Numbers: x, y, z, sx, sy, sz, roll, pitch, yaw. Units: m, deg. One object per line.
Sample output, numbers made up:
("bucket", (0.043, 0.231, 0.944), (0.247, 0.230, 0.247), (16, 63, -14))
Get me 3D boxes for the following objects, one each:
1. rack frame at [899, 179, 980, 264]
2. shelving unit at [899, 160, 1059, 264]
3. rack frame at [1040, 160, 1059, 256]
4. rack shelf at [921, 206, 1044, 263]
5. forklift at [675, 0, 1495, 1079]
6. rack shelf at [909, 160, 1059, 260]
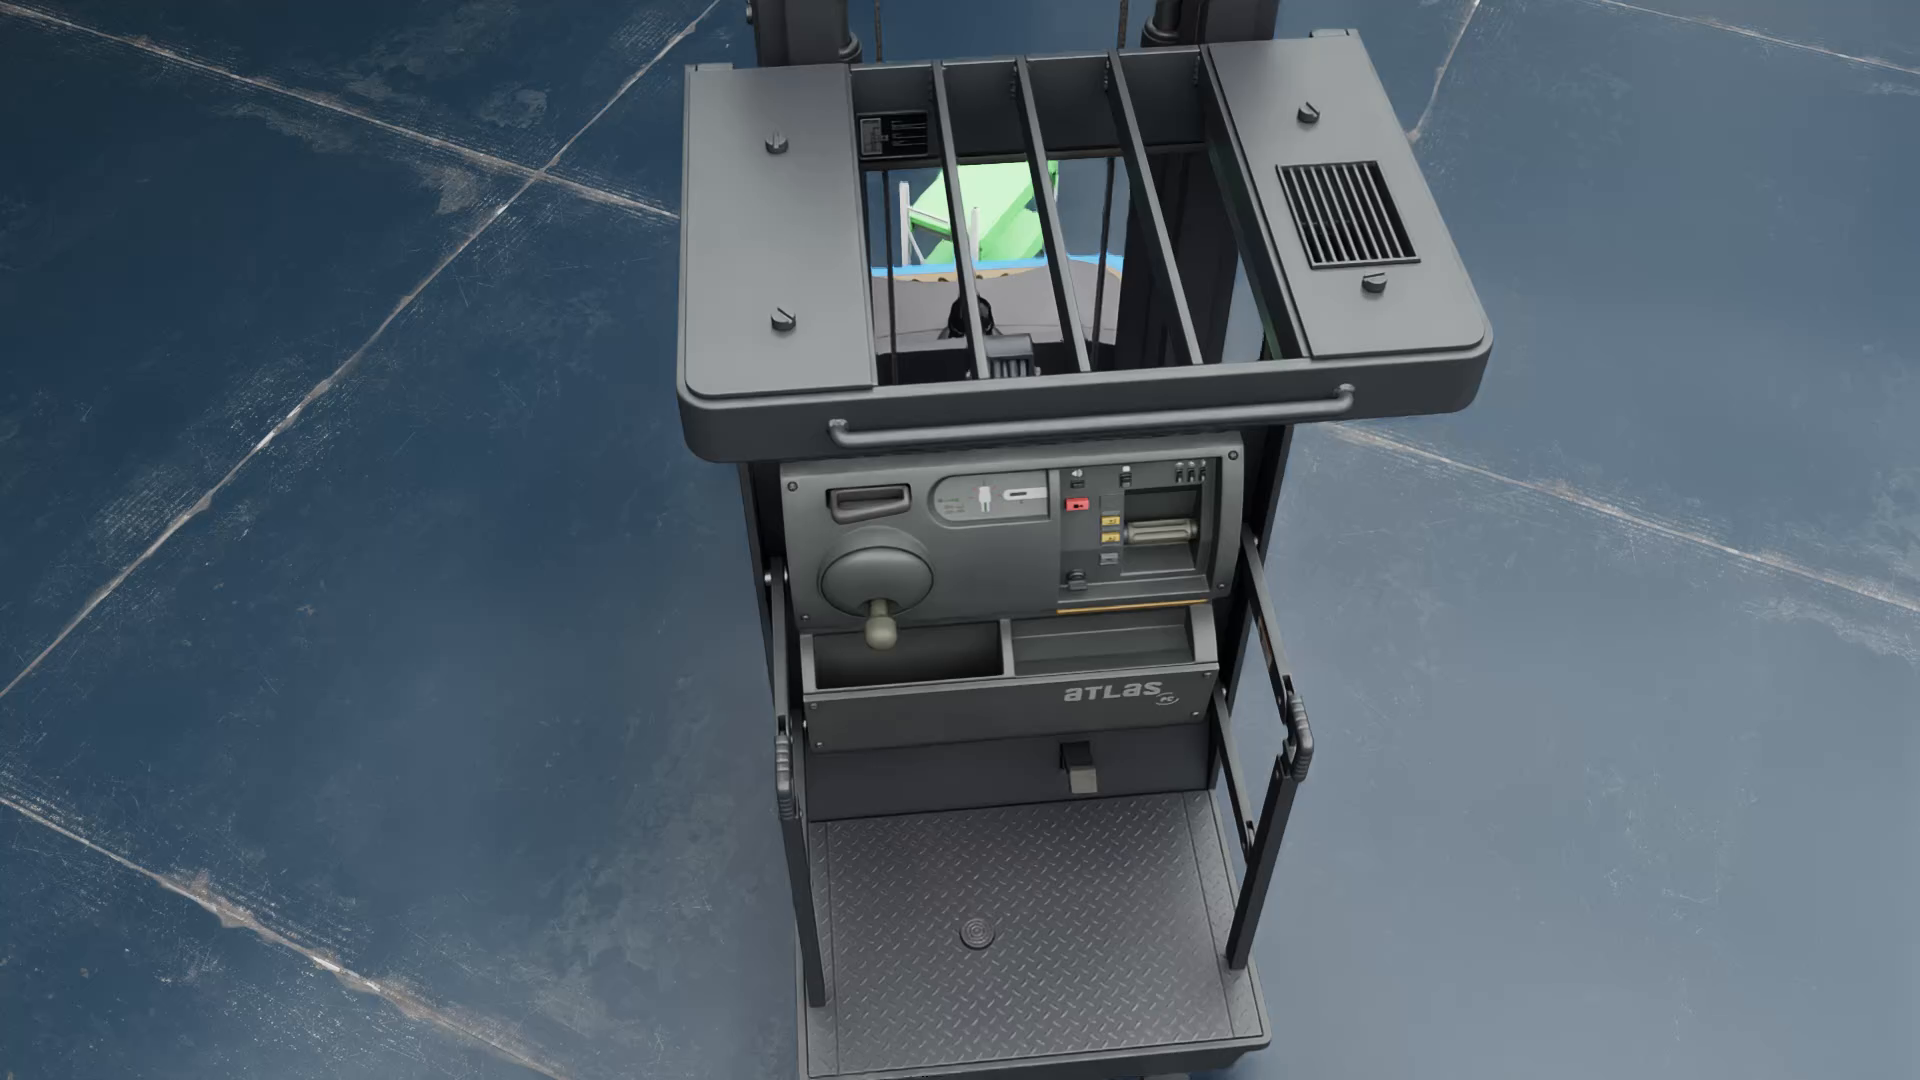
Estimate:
("rack frame", (-0.056, -0.541, 4.923), (0.240, 1.200, 0.015), (23, 53, 18))
("shelving unit", (0.062, -0.704, 5.061), (0.258, 1.200, 0.503), (23, 53, 18))
("rack frame", (0.180, -0.866, 5.199), (0.240, 1.200, 0.015), (23, 53, 18))
("rack shelf", (0.062, -0.818, 4.927), (0.258, 0.148, 0.480), (23, 53, 18))
("forklift", (0.133, 0.109, 3.232), (1.130, 2.935, 3.031), (-4, 50, -4))
("rack shelf", (0.062, -0.973, 4.744), (0.258, 0.148, 0.480), (23, 53, 18))
